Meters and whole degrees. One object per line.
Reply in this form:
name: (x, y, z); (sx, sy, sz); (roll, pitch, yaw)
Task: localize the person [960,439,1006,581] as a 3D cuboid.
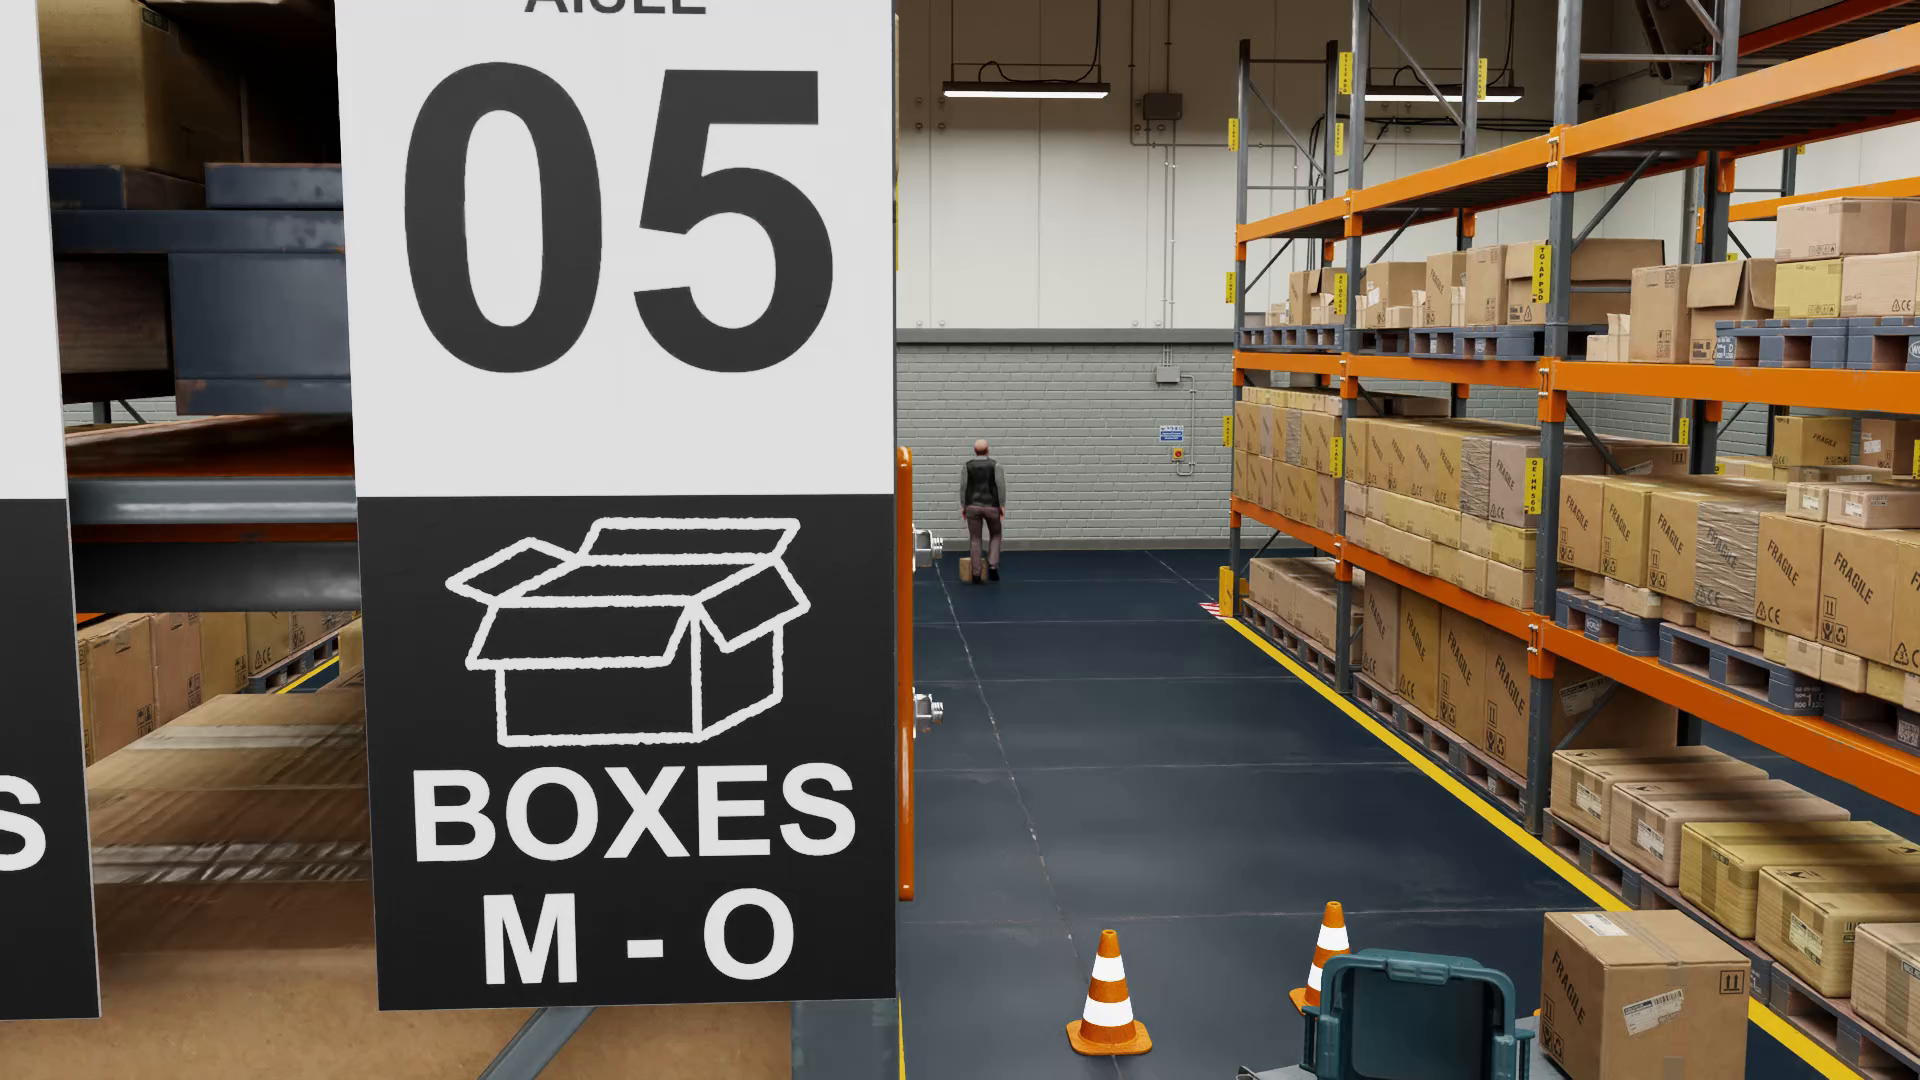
person: (0.280, -0.348, 20.249); (0.567, 1.760, 0.541); (1, 7, 5)
